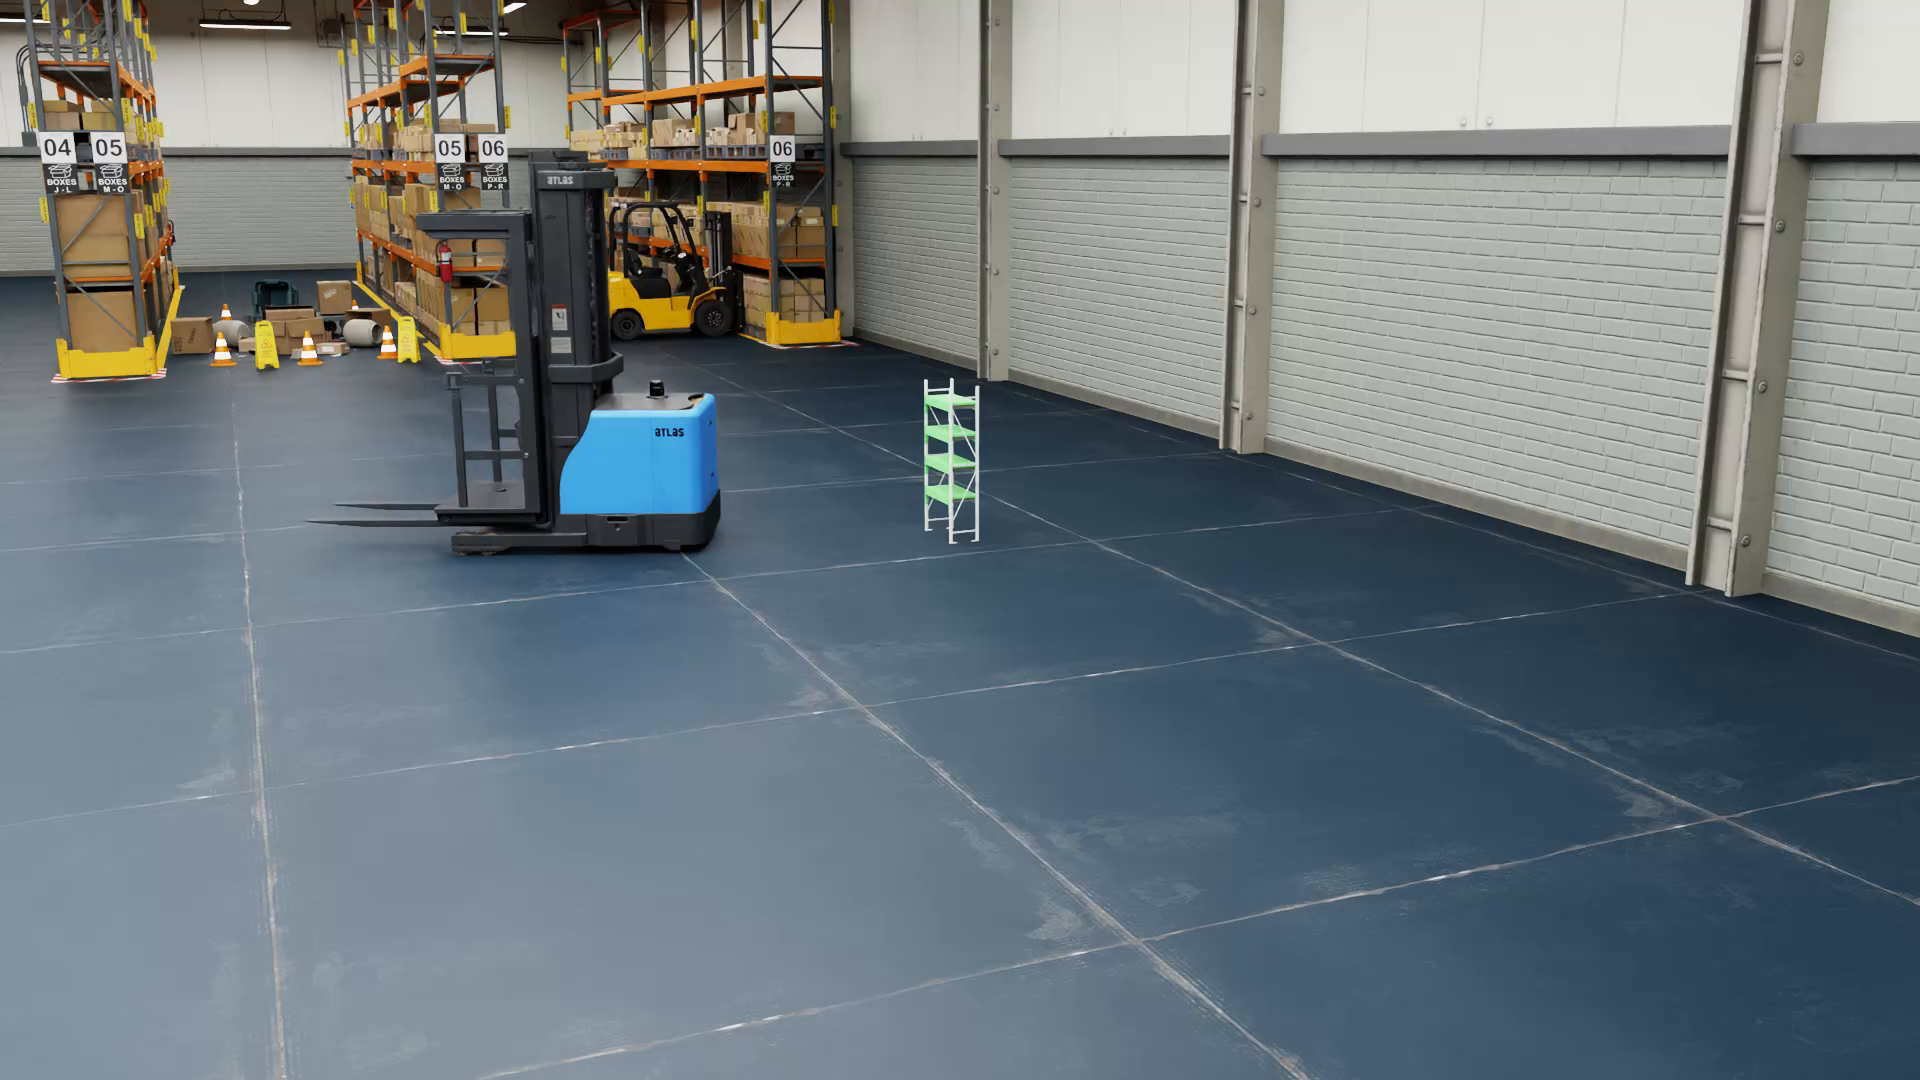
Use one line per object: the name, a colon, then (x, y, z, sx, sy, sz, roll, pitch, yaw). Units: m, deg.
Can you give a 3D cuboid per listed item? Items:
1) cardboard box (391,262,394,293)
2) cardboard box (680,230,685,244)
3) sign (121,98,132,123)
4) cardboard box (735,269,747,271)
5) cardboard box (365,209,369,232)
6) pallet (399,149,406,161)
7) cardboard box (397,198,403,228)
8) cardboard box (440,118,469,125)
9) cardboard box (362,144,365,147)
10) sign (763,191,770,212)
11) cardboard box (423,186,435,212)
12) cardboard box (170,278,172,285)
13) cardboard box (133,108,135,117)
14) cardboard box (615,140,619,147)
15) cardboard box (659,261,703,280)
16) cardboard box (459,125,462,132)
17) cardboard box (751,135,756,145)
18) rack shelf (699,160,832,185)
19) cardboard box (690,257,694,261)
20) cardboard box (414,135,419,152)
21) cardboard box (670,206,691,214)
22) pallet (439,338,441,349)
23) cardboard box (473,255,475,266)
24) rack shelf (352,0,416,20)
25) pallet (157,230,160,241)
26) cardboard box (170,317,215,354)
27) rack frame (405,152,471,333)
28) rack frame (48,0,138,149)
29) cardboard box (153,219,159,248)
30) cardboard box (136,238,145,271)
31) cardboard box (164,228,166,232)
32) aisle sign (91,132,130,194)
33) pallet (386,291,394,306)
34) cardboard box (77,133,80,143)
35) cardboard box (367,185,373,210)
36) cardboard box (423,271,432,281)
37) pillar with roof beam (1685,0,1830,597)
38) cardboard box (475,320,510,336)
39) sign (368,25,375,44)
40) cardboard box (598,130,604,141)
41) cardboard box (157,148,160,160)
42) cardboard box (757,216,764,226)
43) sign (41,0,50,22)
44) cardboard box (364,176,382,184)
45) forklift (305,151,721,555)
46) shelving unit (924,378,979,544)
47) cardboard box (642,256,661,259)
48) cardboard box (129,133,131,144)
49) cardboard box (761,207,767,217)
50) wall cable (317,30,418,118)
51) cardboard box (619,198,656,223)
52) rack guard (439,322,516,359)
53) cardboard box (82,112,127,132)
cardboard box: (-10.804, -5.333, 33.042, 0.875, 0.875, 0.875, -5, 14, -22)
cardboard box: (-4.920, -5.668, 31.040, 0.500, 0.250, 0.500, -6, 14, -23)
sign: (-11.030, -5.683, 22.006, 0.100, 0.325, 0.005, -6, 14, -23)
cardboard box: (-4.000, -4.569, 28.908, 0.500, 0.250, 0.500, -6, 14, -23)
cardboard box: (-12.484, -6.883, 35.734, 0.500, 0.500, 0.500, -6, 14, -24)
pallet: (-8.798, -6.510, 28.108, 1.213, 0.211, 1.003, -6, 14, -23)
cardboard box: (-9.655, -5.793, 29.436, 0.500, 0.500, 0.500, -6, 14, -25)
cardboard box: (-8.724, -7.098, 28.527, 0.500, 0.250, 0.500, -6, 14, -24)
cardboard box: (-12.402, -8.408, 35.038, 0.396, 0.266, 0.258, -5, 14, -21)
sign: (-3.002, -5.259, 25.846, 0.100, 0.325, 0.005, -6, 14, -23)
cardboard box: (-7.646, -5.048, 24.930, 0.700, 0.500, 0.500, -5, 14, -22)
cardboard box: (-17.055, -5.536, 35.530, 0.380, 0.149, 0.250, -6, 14, -25)
cardboard box: (-12.705, -6.469, 25.150, 0.380, 0.149, 0.250, -6, 14, -23)
cardboard box: (-7.046, -8.335, 34.983, 0.380, 0.149, 0.250, -5, 14, -22)
cardboard box: (-5.467, -5.196, 33.002, 0.875, 0.625, 0.625, -5, 14, -21)
cardboard box: (-7.380, -6.205, 25.162, 0.380, 0.149, 0.250, -6, 14, -23)
cardboard box: (-3.109, -6.361, 26.455, 0.380, 0.149, 0.250, -6, 14, -25)
rack shelf: (-3.300, -6.149, 27.731, 1.077, 0.370, 4.000, -6, 14, -23)
cardboard box: (-5.627, -5.717, 34.092, 0.380, 0.149, 0.250, -5, 14, -20)
cardboard box: (-8.115, -6.106, 25.619, 0.500, 0.250, 0.500, -5, 14, -22)
cardboard box: (-5.319, -6.285, 31.712, 0.380, 0.149, 0.250, -5, 14, -22)
pallet: (-7.369, -3.004, 25.383, 1.003, 0.211, 1.213, -6, 14, -23)
cardboard box: (-7.107, -4.194, 24.894, 0.380, 0.149, 0.250, -5, 14, -22)
rack shelf: (-11.052, -10.434, 32.219, 1.077, 0.370, 4.000, -6, 14, -23)
pallet: (-15.576, -5.673, 31.154, 1.003, 0.211, 1.213, -6, 14, -23)
cardboard box: (-11.581, -3.090, 25.107, 0.500, 0.500, 0.500, -3, 13, -13)
rack frame: (-8.648, -5.003, 27.833, 1.000, 3.000, 0.127, -6, 14, -23)
rack frame: (-13.143, -7.457, 25.134, 1.000, 3.000, 0.127, -6, 14, -23)
cardboard box: (-14.319, -5.341, 29.073, 0.500, 0.500, 0.500, -6, 14, -23)
cardboard box: (-12.081, -4.093, 23.568, 0.875, 0.550, 0.550, -6, 14, -23)
cardboard box: (-17.257, -6.694, 35.697, 0.380, 0.149, 0.250, -5, 14, -21)
aisle sign: (-11.238, -4.987, 22.001, 0.394, 0.787, 0.004, -6, 14, -23)
pallet: (-10.982, -4.892, 33.538, 1.003, 0.211, 1.213, -6, 14, -23)
cardboard box: (-12.493, -5.601, 23.170, 0.380, 0.149, 0.250, -6, 14, -23)
cardboard box: (-11.940, -7.074, 34.345, 0.500, 0.500, 0.500, -5, 14, -22)
cardboard box: (-8.346, -4.210, 26.473, 0.380, 0.149, 0.250, -5, 14, -20)
pillar with roof beam: (1.313, -3.666, 8.751, 9.100, 9.000, 0.400, -6, 14, -23)
cardboard box: (-7.116, -3.233, 25.353, 0.500, 0.250, 0.500, -6, 14, -23)
sign: (-10.758, -9.233, 30.384, 0.100, 0.325, 0.005, -6, 14, -23)
cardboard box: (-7.729, -8.964, 36.860, 0.500, 0.250, 0.500, -6, 14, -23)
cardboard box: (-16.691, -7.907, 34.063, 0.500, 0.250, 0.500, -5, 14, -21)
cardboard box: (-3.025, -5.087, 26.535, 0.380, 0.149, 0.250, -5, 14, -22)
sign: (-13.636, -7.900, 24.798, 0.100, 0.325, 0.005, -6, 14, -23)
cardboard box: (-12.722, -7.812, 36.093, 0.380, 0.149, 0.250, -6, 14, -24)
forklift: (-3.422, -1.434, 12.566, 3.031, 2.935, 1.130, 0, 13, -1)
shelving unit: (-0.066, -0.619, 12.882, 0.258, 1.200, 0.503, -6, 14, -23)
cardboard box: (-6.337, -5.772, 34.331, 0.380, 0.149, 0.250, -6, 14, -25)
cardboard box: (-11.789, -5.609, 23.204, 0.380, 0.149, 0.250, -6, 14, -23)
cardboard box: (-2.963, -5.238, 26.530, 0.380, 0.149, 0.250, -6, 14, -23)
wall cable: (-15.302, -11.622, 43.127, 2.355, 3.000, 0.029, -6, 14, -23)
cardboard box: (-6.796, -6.969, 35.174, 0.700, 0.500, 0.500, -6, 14, -23)
rack guard: (-7.076, -2.974, 24.612, 1.175, 0.500, 0.348, -6, 14, -23)
cardboard box: (-11.499, -5.618, 22.357, 0.500, 0.250, 0.500, -6, 14, -23)
